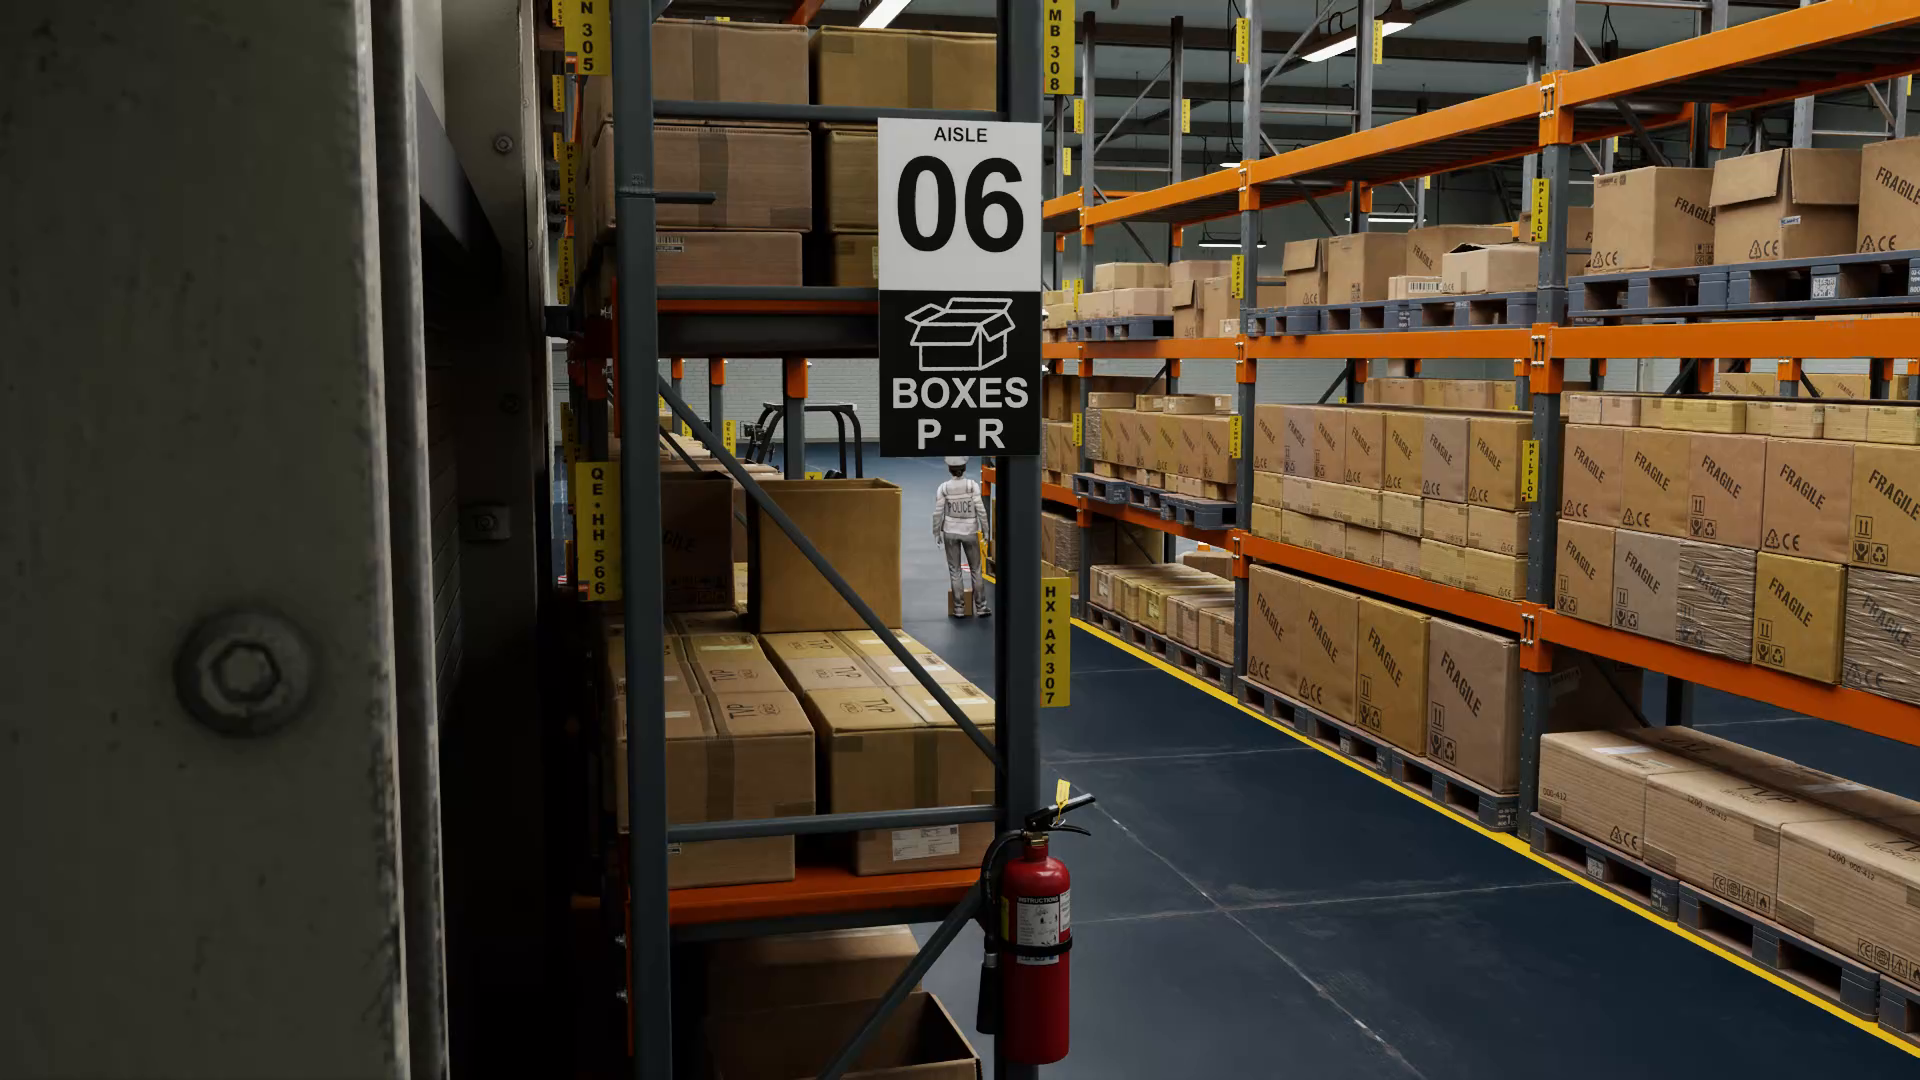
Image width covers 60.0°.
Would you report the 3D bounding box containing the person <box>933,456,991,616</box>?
[{"bbox_3d":[0.020,-0.062,17.010,0.580,1.694,0.529,1,6,5],"label":"person"}]
